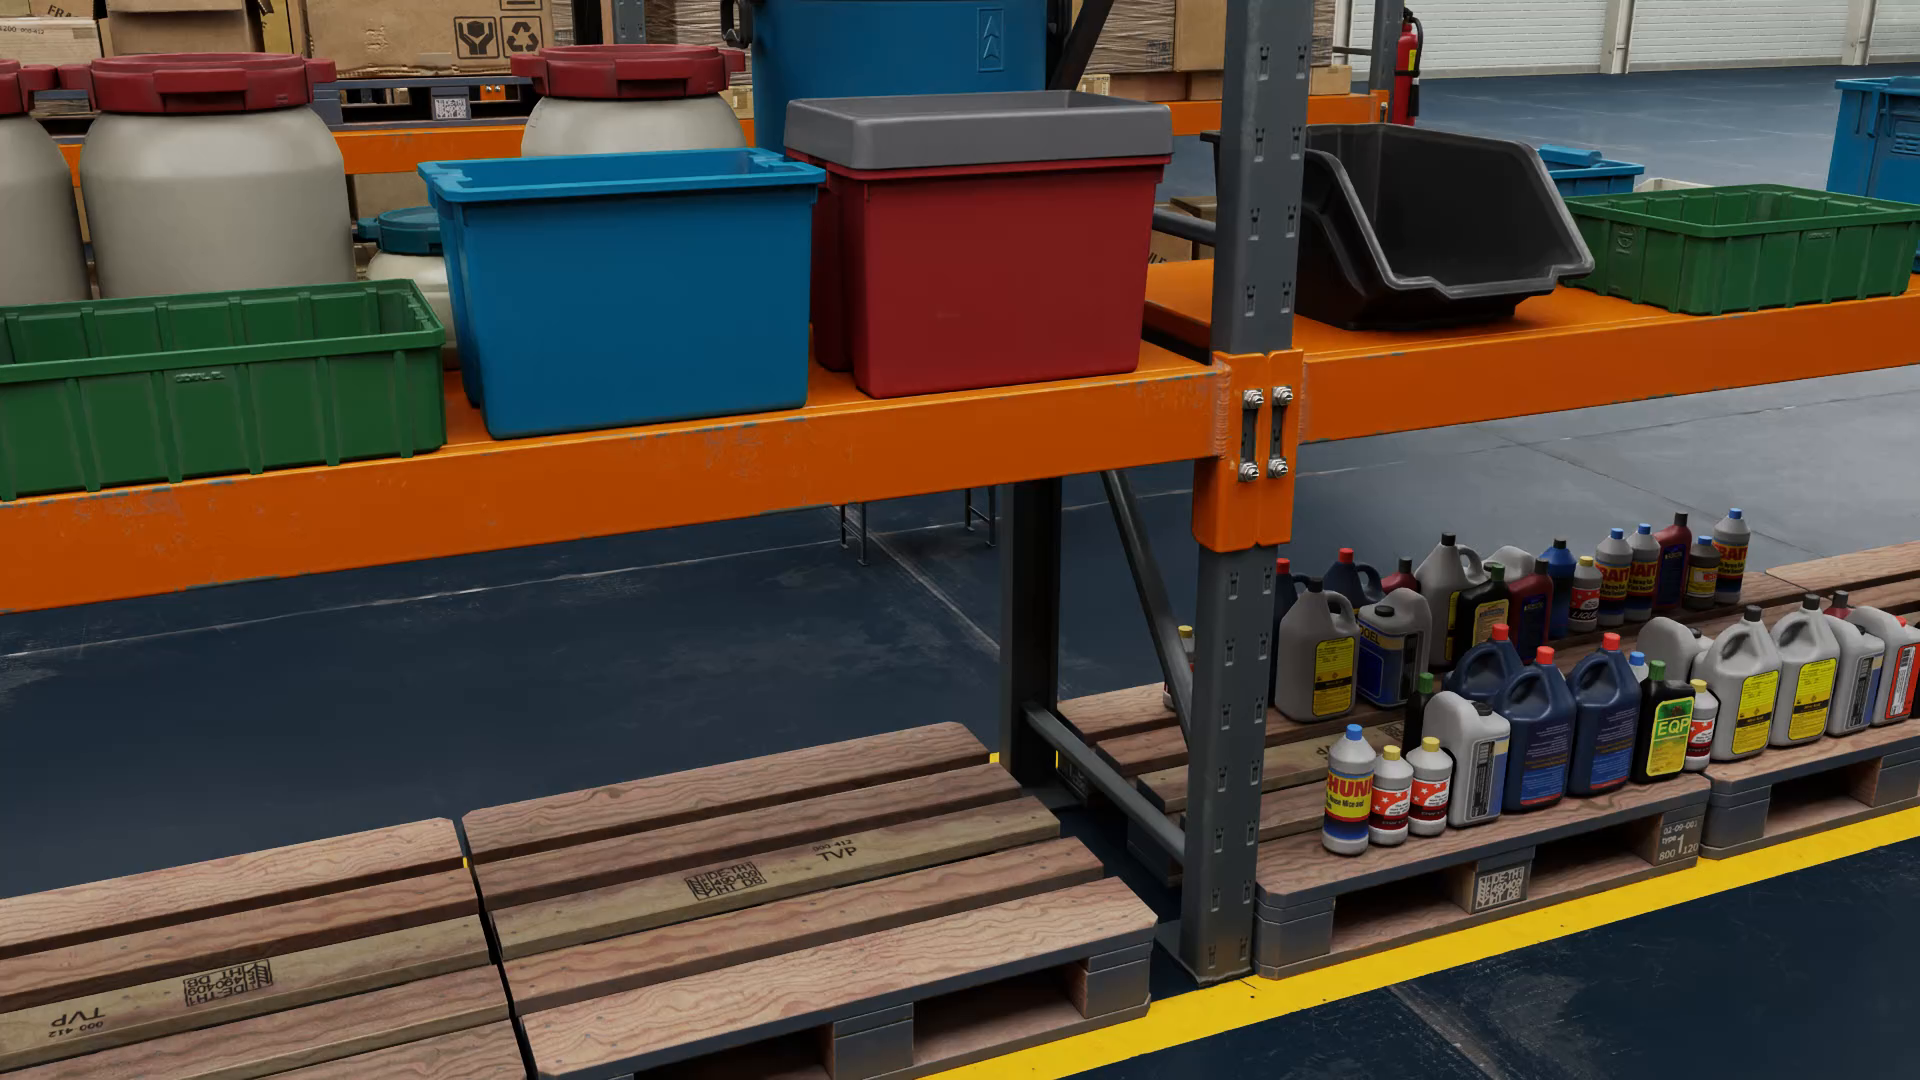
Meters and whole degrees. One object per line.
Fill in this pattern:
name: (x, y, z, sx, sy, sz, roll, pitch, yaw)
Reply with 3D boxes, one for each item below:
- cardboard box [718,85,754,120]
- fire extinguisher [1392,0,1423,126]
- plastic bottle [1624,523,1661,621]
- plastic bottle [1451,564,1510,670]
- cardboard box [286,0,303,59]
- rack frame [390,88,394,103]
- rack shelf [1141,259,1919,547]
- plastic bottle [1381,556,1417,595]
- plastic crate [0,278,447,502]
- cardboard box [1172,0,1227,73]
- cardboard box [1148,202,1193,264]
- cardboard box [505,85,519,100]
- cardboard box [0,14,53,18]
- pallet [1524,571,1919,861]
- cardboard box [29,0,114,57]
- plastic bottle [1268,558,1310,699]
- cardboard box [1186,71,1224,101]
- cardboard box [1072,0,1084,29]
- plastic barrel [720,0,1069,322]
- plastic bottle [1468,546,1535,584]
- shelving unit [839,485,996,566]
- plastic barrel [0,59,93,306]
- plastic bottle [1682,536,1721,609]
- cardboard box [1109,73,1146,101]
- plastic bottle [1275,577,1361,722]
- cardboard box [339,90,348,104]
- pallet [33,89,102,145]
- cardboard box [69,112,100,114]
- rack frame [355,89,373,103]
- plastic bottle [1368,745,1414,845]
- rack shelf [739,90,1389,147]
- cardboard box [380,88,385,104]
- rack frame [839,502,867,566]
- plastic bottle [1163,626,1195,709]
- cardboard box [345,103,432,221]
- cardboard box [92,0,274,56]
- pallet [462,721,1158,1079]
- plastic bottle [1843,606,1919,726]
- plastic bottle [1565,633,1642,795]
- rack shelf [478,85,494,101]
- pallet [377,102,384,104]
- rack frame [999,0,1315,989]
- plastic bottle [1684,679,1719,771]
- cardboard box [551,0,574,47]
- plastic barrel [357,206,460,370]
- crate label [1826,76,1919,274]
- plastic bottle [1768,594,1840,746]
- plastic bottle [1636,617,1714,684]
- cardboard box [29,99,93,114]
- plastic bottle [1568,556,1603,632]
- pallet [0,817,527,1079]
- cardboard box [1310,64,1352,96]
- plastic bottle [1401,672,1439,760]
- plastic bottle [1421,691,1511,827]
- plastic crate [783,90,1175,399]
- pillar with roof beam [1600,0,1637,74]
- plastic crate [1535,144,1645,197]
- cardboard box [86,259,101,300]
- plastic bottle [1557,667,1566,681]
cardboard box: (-1.060, -2.013, 7.601, 0.250, 0.149, 0.380, -8, 21, -22)
fire extinguisher: (2.349, -2.530, 8.808, 0.183, 0.674, 0.296, -8, 21, -22)
plastic bottle: (1.920, 0.086, 4.706, 0.097, 0.271, 0.097, 0, 19, 0)
plastic bottle: (1.365, 0.206, 4.349, 0.133, 0.283, 0.061, -8, 21, -22)
cardboard box: (-4.320, -3.522, 11.359, 0.500, 0.500, 0.500, -8, 21, -23)
rack frame: (-5.537, -5.188, 16.240, 0.127, 3.000, 1.000, -8, 21, -22)
rack shelf: (2.187, -0.579, 4.234, 4.000, 0.370, 1.077, -8, 21, -22)
plastic bottle: (1.137, 0.186, 4.404, 0.133, 0.283, 0.061, -7, 20, -18)
plastic crate: (-1.137, -0.240, 2.508, 0.662, 0.188, 0.450, -8, 21, -22)
cardboard box: (1.134, -2.713, 8.613, 0.500, 0.500, 0.875, -8, 21, -22)
cardboard box: (0.946, -1.545, 9.025, 0.500, 0.500, 0.500, -3, 20, -8)
cardboard box: (-2.878, -2.949, 12.448, 0.875, 0.875, 0.875, -8, 21, -21)
cardboard box: (-3.860, -2.076, 6.972, 0.258, 0.266, 0.396, -9, 21, -23)
pallet: (2.106, 0.422, 4.505, 1.213, 0.211, 1.003, -8, 21, -22)
cardboard box: (-5.708, -3.323, 10.794, 0.500, 0.500, 0.500, -8, 21, -22)
plastic bottle: (0.828, 0.214, 4.225, 0.185, 0.351, 0.144, -9, 21, -23)
cardboard box: (1.207, -2.364, 8.597, 0.250, 0.149, 0.380, -8, 21, -22)
cardboard box: (0.194, -2.599, 8.287, 0.500, 0.500, 0.875, -8, 21, -22)
plastic barrel: (-0.124, -0.934, 3.402, 0.708, 0.901, 0.600, -8, 21, -22)
plastic bottle: (1.451, 0.161, 4.487, 0.135, 0.276, 0.152, -8, 21, -21)
shelving unit: (-0.152, -0.544, 5.761, 0.503, 1.200, 0.258, -8, 21, -22)
plastic barrel: (-1.686, -0.507, 2.742, 0.433, 0.535, 0.433, 0, 19, 0)
plastic bottle: (2.140, 0.088, 4.807, 0.097, 0.201, 0.097, 0, 19, 0)
cardboard box: (0.740, -2.304, 8.427, 0.250, 0.149, 0.380, -8, 21, -22)
plastic bottle: (0.885, 0.258, 4.100, 0.185, 0.351, 0.144, -8, 21, -22)
cardboard box: (-7.981, -5.707, 20.658, 0.625, 0.625, 0.875, -7, 21, -20)
pallet: (-3.483, -1.822, 6.970, 1.213, 0.211, 1.003, -8, 21, -22)
cardboard box: (-8.012, -3.791, 15.597, 0.625, 0.372, 0.950, -9, 21, -23)
rack frame: (-7.506, -6.701, 20.538, 0.127, 3.000, 1.000, -8, 21, -22)
plastic bottle: (0.910, 0.535, 3.537, 0.097, 0.201, 0.097, 0, 19, 0)
rack shelf: (0.225, -2.090, 8.524, 4.000, 0.370, 1.077, -8, 21, -22)
cardboard box: (-7.141, -5.728, 21.281, 0.500, 0.250, 0.500, -8, 21, -21)
rack frame: (-0.376, -0.512, 5.670, 0.015, 1.200, 0.240, -8, 21, -22)
plastic bottle: (0.560, 0.314, 4.165, 0.097, 0.201, 0.097, 0, 19, 0)
cardboard box: (-4.018, -2.720, 11.985, 0.750, 0.750, 1.050, -8, 21, -22)
cardboard box: (-3.167, -2.157, 6.843, 0.637, 0.503, 0.797, -6, 20, -16)
pallet: (-0.355, 0.775, 3.504, 1.213, 0.211, 1.003, -8, 21, -22)
plastic bottle: (2.268, 0.295, 4.105, 0.135, 0.276, 0.152, -8, 21, -22)
plastic bottle: (1.429, 0.382, 3.747, 0.185, 0.351, 0.144, -9, 21, -24)
rack shelf: (-5.320, -3.089, 11.363, 4.000, 0.370, 1.077, -8, 21, -22)
pallet: (-6.759, -5.478, 21.262, 1.213, 0.211, 1.003, -8, 21, -22)
rack frame: (0.350, -0.656, 3.367, 0.127, 3.000, 1.000, -8, 21, -22)
plastic bottle: (1.699, 0.422, 3.857, 0.097, 0.201, 0.097, 0, 19, 0)
cardboard box: (-3.149, -3.815, 12.114, 0.550, 0.550, 0.875, -8, 21, -22)
plastic barrel: (-0.926, -0.463, 3.029, 0.301, 0.262, 0.301, 0, 19, 0)
crate label: (2.440, -0.874, 3.934, 0.616, 0.435, 0.502, -8, 21, -22)
plastic bottle: (1.990, 0.301, 3.975, 0.185, 0.351, 0.144, -7, 21, -20)
plastic bottle: (1.738, 0.319, 4.037, 0.135, 0.276, 0.152, -8, 21, -22)
cardboard box: (-10.601, -5.331, 19.589, 0.625, 0.625, 0.875, -7, 21, -20)
plastic bottle: (1.738, 0.145, 4.644, 0.097, 0.201, 0.097, 0, 19, 0)
pallet: (-1.477, 0.937, 3.044, 1.213, 0.211, 1.003, -8, 21, -22)
cardboard box: (1.882, -2.473, 8.908, 0.250, 0.149, 0.380, -8, 21, -22)
plastic bottle: (1.060, 0.427, 3.721, 0.133, 0.283, 0.061, -8, 21, -22)
plastic bottle: (1.103, 0.462, 3.631, 0.135, 0.276, 0.152, -7, 21, -20)
plastic crate: (0.027, -0.529, 2.911, 0.583, 0.464, 0.402, -8, 21, -22)
pillar with roof beam: (13.403, -11.296, 24.553, 0.400, 9.000, 9.100, -8, 21, -22)
plastic crate: (1.259, -0.814, 4.041, 0.616, 0.251, 0.499, -8, 21, -22)
cardboard box: (-3.655, -0.916, 7.209, 0.500, 0.500, 0.700, -6, 20, -17)
plastic bottle: (1.341, 0.388, 3.848, 0.097, 0.271, 0.097, 0, 19, 0)
